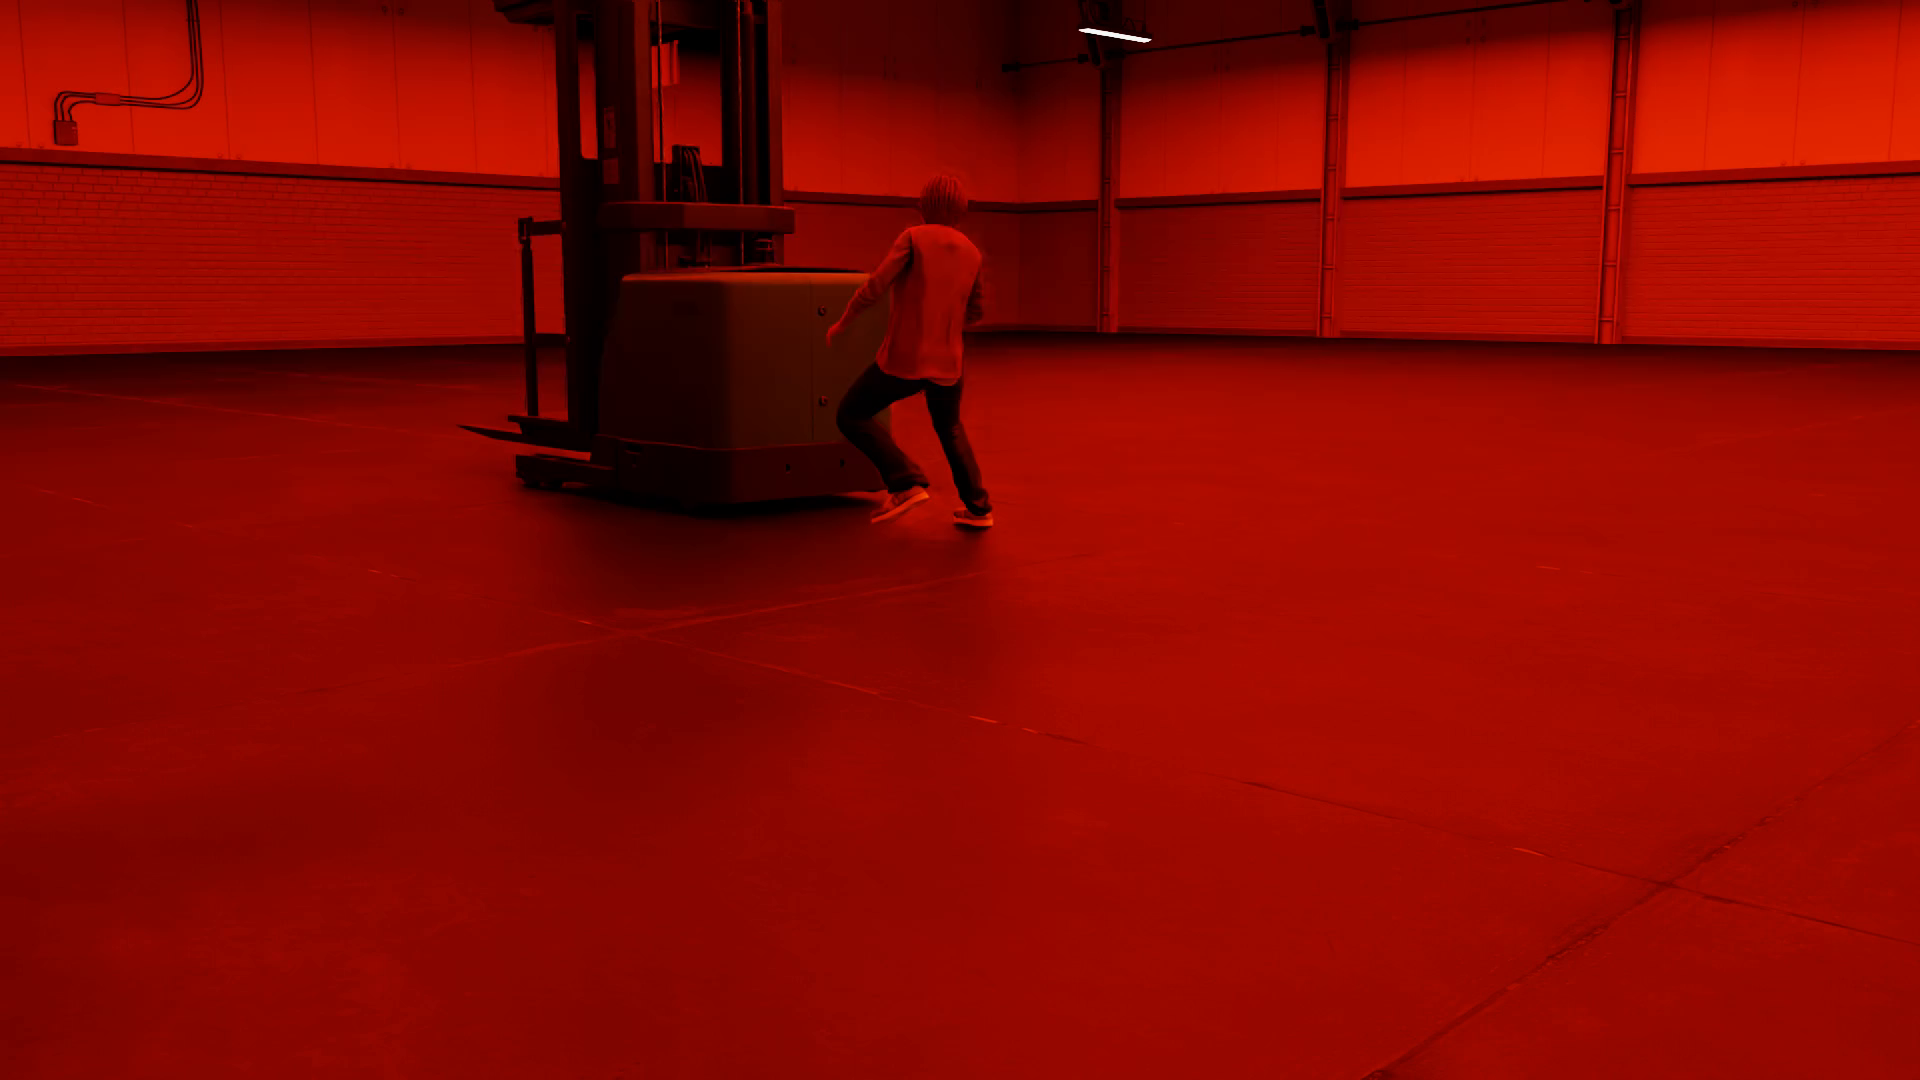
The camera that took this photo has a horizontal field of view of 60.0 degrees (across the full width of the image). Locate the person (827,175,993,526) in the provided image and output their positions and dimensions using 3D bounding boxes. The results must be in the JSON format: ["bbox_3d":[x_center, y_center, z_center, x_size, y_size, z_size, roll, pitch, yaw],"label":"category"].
[{"bbox_3d":[-0.177,-0.749,6.804,0.718,1.448,0.606,-5,10,-29],"label":"person"}]

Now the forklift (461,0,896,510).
[{"bbox_3d":[-1.645,-1.750,8.498,1.130,2.935,3.031,-7,11,-40],"label":"forklift"}]
